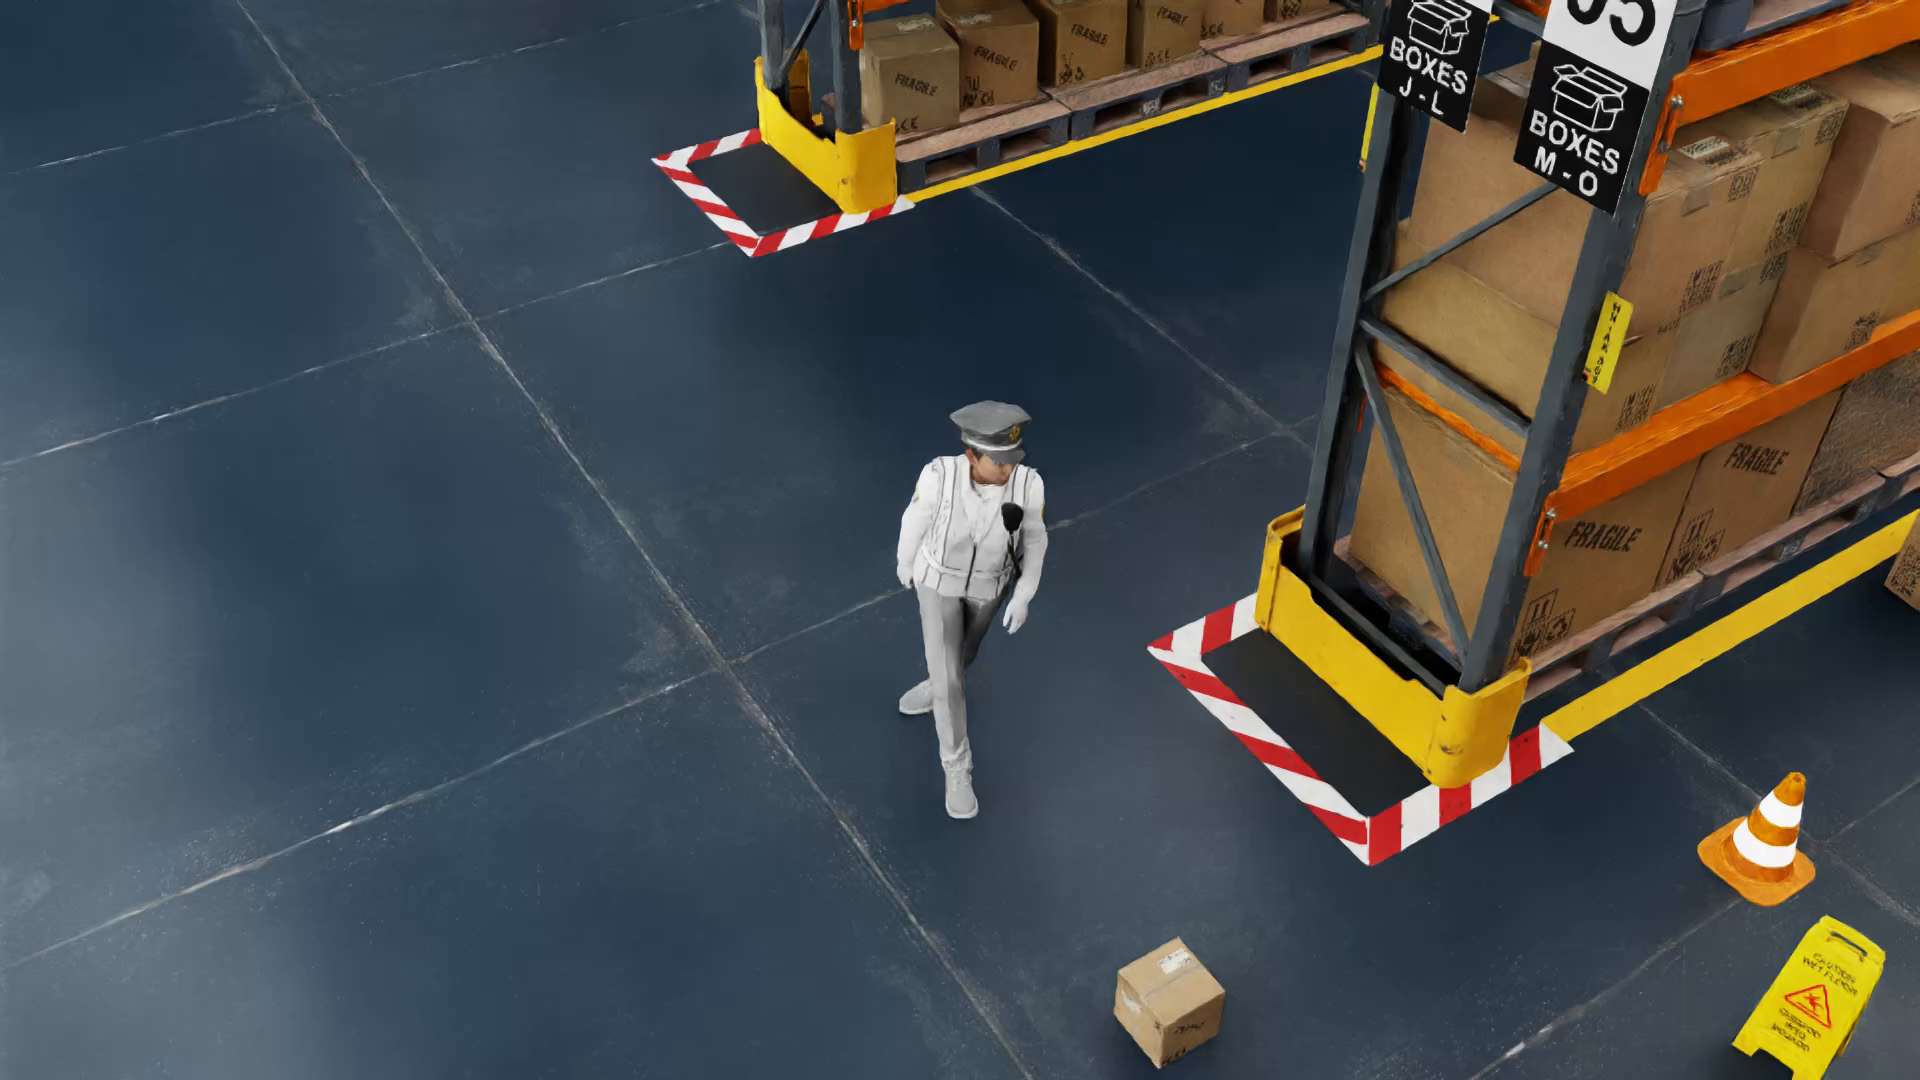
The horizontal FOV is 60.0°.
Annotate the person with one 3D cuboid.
[{"bbox_3d":[0.038,0.210,5.919,0.551,1.640,0.804,-1,41,-1],"label":"person"}]
